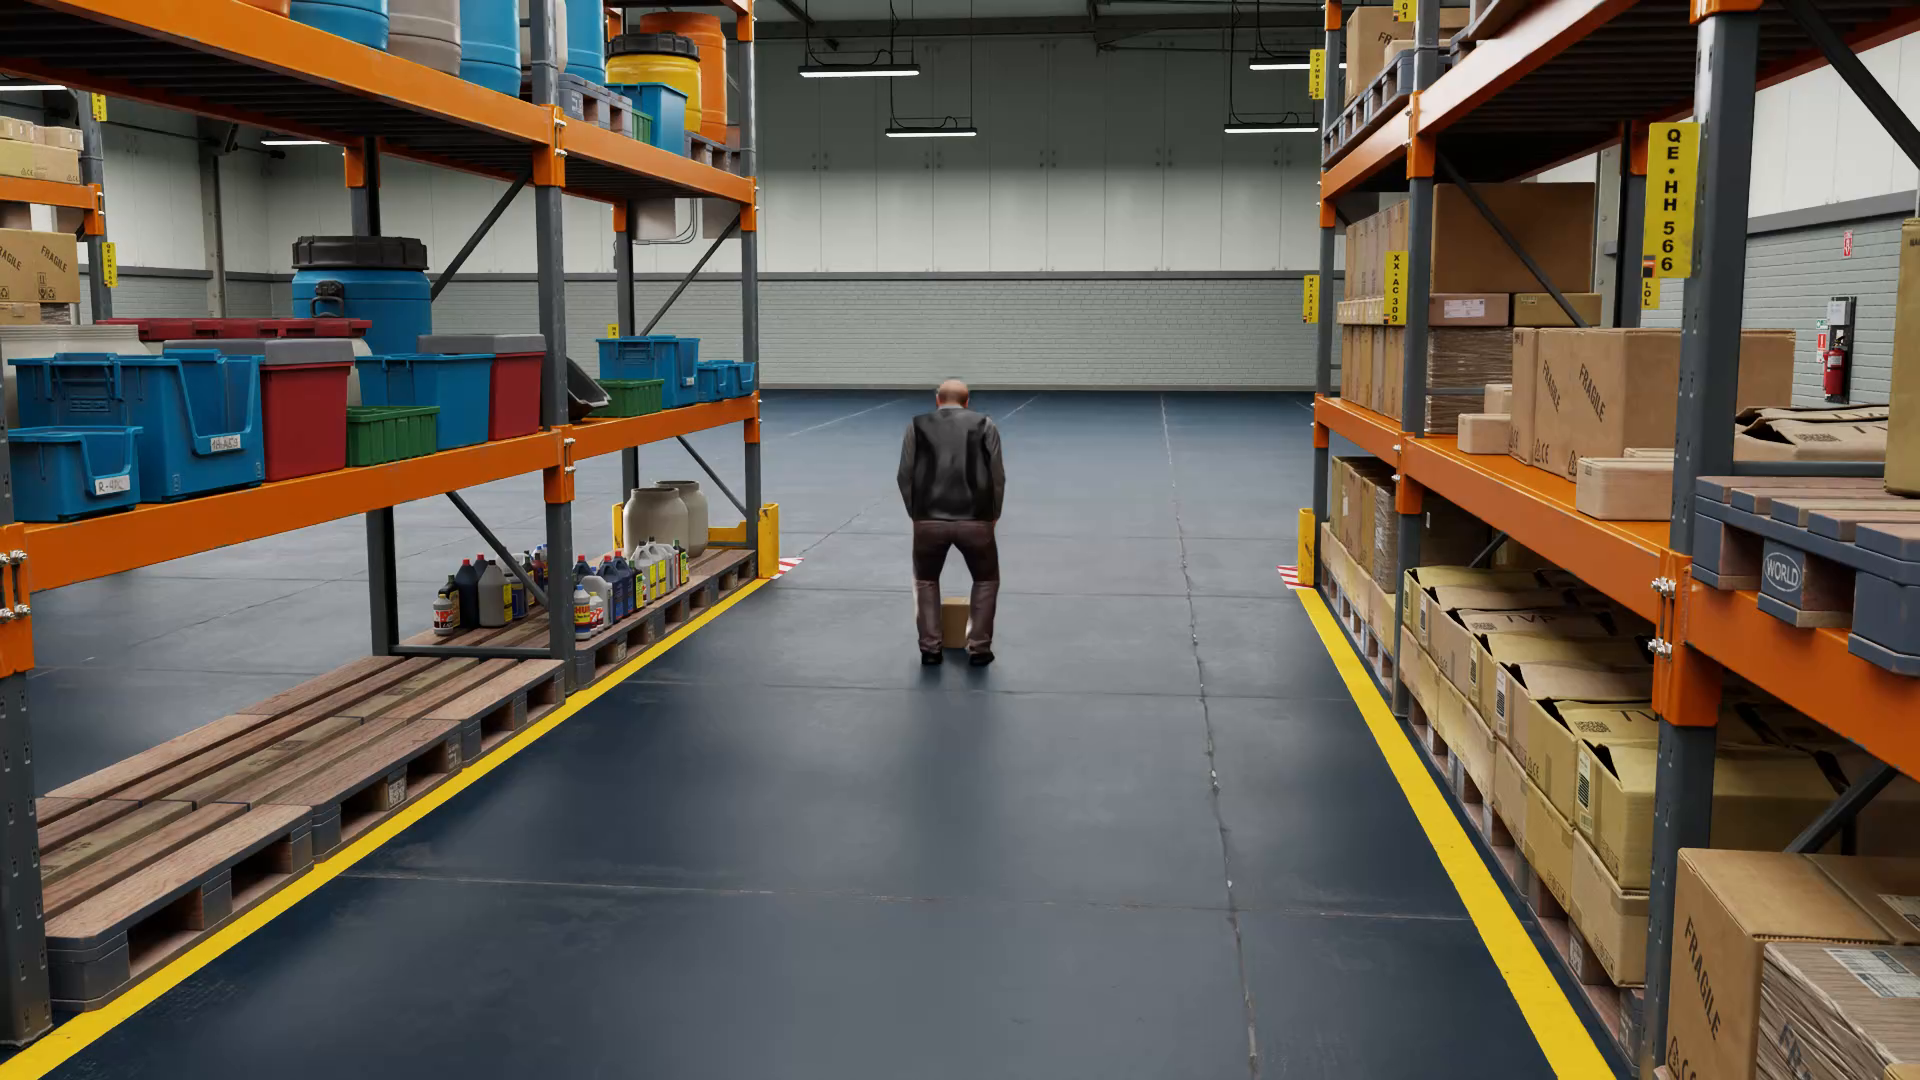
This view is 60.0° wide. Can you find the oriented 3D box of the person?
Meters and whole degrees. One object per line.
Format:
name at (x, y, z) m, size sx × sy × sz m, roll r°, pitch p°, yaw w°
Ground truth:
person at (-0.055, -0.093, 8.922) m, size 0.588 × 1.514 × 0.625 m, roll 1°, pitch 8°, yaw 7°
